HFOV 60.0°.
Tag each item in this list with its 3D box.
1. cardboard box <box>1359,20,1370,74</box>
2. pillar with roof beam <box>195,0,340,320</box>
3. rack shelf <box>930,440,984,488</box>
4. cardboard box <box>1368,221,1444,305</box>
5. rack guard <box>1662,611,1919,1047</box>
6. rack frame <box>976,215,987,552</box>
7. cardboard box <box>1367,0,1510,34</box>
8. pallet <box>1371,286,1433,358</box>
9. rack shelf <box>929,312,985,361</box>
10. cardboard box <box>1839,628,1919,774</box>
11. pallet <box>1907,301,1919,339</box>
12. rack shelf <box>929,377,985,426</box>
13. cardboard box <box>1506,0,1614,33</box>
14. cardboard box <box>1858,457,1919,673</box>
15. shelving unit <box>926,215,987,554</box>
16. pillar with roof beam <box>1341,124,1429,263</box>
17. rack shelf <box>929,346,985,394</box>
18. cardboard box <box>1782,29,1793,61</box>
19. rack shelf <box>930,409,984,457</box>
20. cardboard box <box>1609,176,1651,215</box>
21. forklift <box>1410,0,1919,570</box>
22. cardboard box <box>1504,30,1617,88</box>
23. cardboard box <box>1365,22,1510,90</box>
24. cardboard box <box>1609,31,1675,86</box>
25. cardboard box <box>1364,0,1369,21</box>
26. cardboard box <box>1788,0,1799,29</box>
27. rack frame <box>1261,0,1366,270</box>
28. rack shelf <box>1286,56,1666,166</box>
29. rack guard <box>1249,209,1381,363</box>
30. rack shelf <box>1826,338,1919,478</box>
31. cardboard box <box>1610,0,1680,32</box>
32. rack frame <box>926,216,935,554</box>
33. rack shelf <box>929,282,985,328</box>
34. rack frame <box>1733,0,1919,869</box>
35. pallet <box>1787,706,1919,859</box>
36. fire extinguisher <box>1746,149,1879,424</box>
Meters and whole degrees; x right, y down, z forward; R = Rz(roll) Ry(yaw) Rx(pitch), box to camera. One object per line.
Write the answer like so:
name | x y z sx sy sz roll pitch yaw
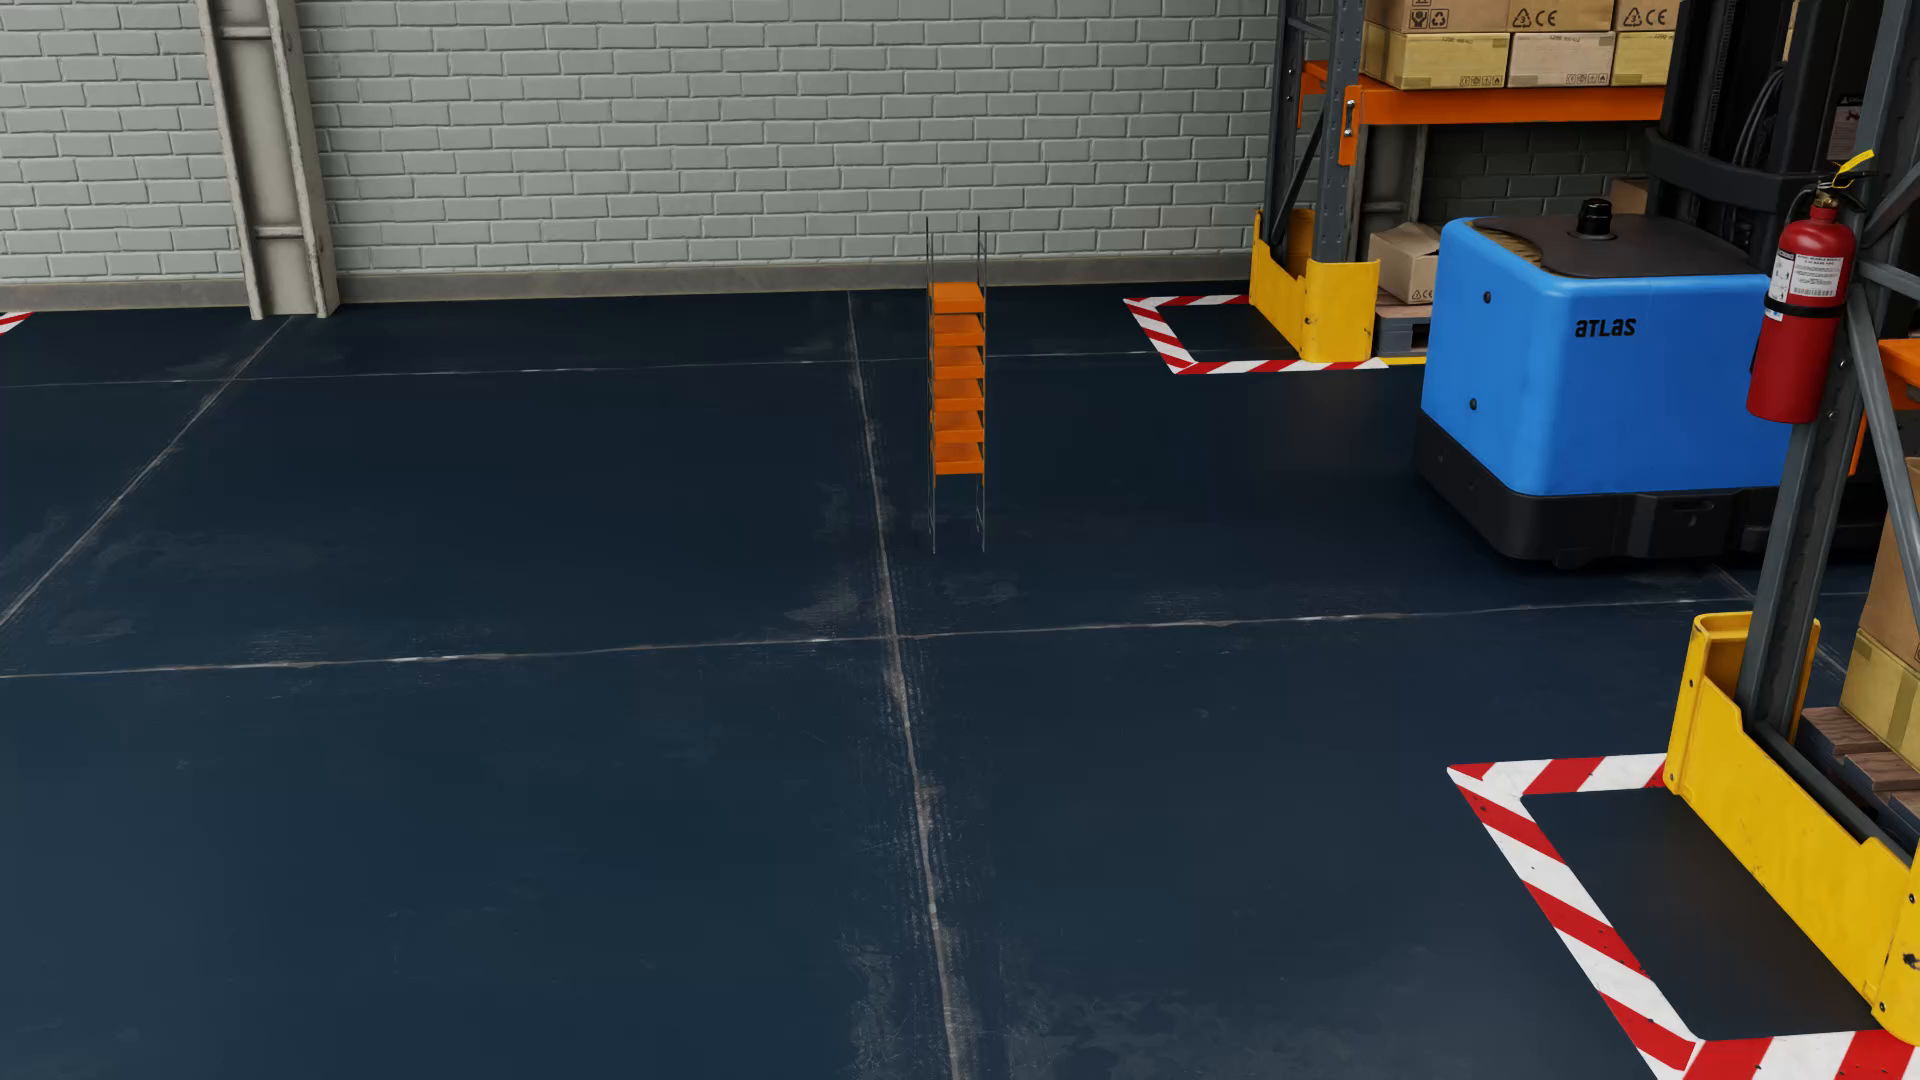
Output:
cardboard box | 2.194 -2.520 8.386 0.500 0.250 0.500 -2 24 -4
pillar with roof beam | -3.188 -3.622 3.319 0.400 9.000 9.100 -2 24 -5
rack shelf | -0.014 -0.288 6.121 0.180 0.103 0.258 -2 24 -5
cardboard box | 2.445 -1.446 8.579 0.500 0.311 0.500 -5 24 -11
rack guard | 2.215 0.663 4.143 0.348 0.500 1.175 -2 24 -5
rack frame | 0.077 -0.551 6.013 0.006 1.200 0.240 -2 24 -5
cardboard box | 2.253 -2.663 7.785 0.500 0.500 0.500 -2 24 -5
pallet | 2.636 -1.229 8.756 1.213 0.211 1.003 -2 24 -5
rack shelf | -0.014 -0.726 5.926 0.180 0.103 0.258 -2 24 -5
cardboard box | 2.743 0.444 4.427 0.500 0.250 0.500 -2 24 -5
pallet | 5.064 -1.327 8.975 1.213 0.211 1.003 -2 24 -5
rack shelf | -0.014 -0.507 6.023 0.180 0.103 0.258 -2 24 -5
cardboard box | 2.746 -2.679 7.821 0.500 0.500 0.500 -2 24 -5
cardboard box | 2.743 0.100 4.277 0.500 0.500 0.500 -2 24 -5
shelving unit | -0.014 -0.548 6.005 0.189 1.200 0.258 -2 24 -5
pillar with roof beam | 2.783 -3.861 3.858 0.400 9.000 9.100 -2 24 -5
rack shelf | -0.014 -0.617 5.974 0.180 0.103 0.258 -2 24 -5
cardboard box | 3.791 -2.378 8.067 0.500 0.250 0.500 -2 24 -5
rack shelf | -0.014 -0.397 6.072 0.180 0.103 0.258 -2 24 -5
cardboard box | 3.748 -1.564 8.612 0.500 0.500 0.700 -4 24 -8
forklift | 3.388 -1.478 5.967 3.031 2.935 1.130 -3 24 -6
cardboard box | 2.780 -2.341 7.983 0.500 0.250 0.500 -3 24 -7
cardboard box | 2.265 -2.314 7.923 0.500 0.250 0.500 -3 24 -7
cardboard box | 3.288 -2.359 8.023 0.500 0.250 0.500 -3 24 -6
cardboard box | 2.196 -2.870 8.251 0.500 0.500 0.500 -3 24 -6
cardboard box | 3.773 -2.722 7.919 0.500 0.500 0.500 -2 24 -3
rack frame | 1.748 -2.482 8.142 0.127 3.000 1.000 -2 24 -5
rack shelf | 3.738 -2.233 8.467 4.000 0.370 1.077 -2 24 -5
rack guard | 1.824 -1.343 8.656 0.348 0.500 1.175 -2 24 -5
rack shelf | 4.229 -0.231 3.963 4.000 0.370 1.077 -2 24 -5
cardboard box | 3.260 -2.697 7.861 0.500 0.500 0.500 -3 24 -7
rack frame | -0.105 -0.544 5.997 0.006 1.200 0.240 -2 24 -5
rack shelf | -0.014 -0.836 5.877 0.180 0.103 0.258 -2 24 -5
rack frame | 2.239 -0.480 3.637 0.127 3.000 1.000 -2 24 -5
pallet | 2.996 0.747 4.310 1.213 0.211 1.003 -2 24 -5
fire extinguisher | 2.075 -0.628 4.065 0.183 0.674 0.296 -2 24 -5
